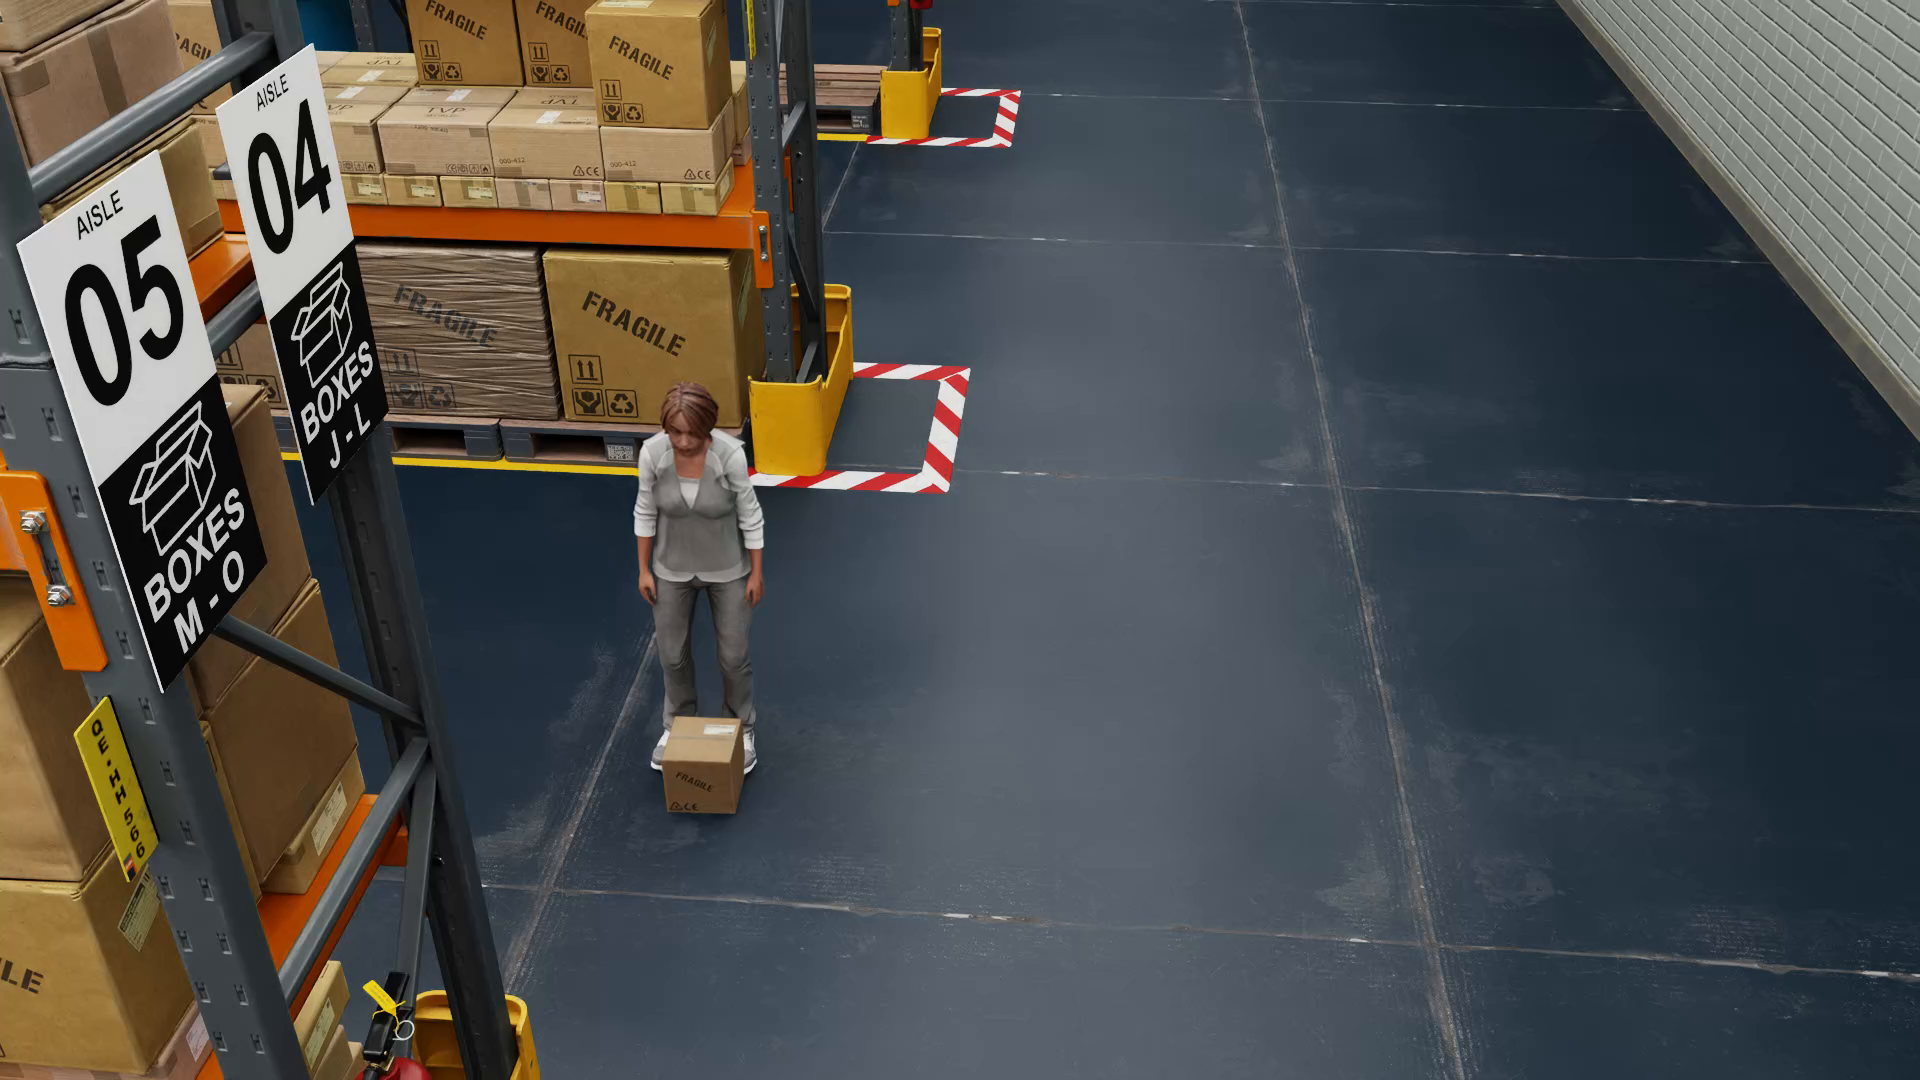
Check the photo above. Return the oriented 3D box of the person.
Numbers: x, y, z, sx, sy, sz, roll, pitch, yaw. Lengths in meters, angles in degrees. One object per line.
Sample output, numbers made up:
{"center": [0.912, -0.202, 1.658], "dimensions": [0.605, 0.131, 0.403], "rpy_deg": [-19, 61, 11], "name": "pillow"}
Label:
{"center": [-0.926, 0.127, 5.948], "dimensions": [0.471, 1.592, 0.348], "rpy_deg": [1, 32, 2], "name": "person"}
